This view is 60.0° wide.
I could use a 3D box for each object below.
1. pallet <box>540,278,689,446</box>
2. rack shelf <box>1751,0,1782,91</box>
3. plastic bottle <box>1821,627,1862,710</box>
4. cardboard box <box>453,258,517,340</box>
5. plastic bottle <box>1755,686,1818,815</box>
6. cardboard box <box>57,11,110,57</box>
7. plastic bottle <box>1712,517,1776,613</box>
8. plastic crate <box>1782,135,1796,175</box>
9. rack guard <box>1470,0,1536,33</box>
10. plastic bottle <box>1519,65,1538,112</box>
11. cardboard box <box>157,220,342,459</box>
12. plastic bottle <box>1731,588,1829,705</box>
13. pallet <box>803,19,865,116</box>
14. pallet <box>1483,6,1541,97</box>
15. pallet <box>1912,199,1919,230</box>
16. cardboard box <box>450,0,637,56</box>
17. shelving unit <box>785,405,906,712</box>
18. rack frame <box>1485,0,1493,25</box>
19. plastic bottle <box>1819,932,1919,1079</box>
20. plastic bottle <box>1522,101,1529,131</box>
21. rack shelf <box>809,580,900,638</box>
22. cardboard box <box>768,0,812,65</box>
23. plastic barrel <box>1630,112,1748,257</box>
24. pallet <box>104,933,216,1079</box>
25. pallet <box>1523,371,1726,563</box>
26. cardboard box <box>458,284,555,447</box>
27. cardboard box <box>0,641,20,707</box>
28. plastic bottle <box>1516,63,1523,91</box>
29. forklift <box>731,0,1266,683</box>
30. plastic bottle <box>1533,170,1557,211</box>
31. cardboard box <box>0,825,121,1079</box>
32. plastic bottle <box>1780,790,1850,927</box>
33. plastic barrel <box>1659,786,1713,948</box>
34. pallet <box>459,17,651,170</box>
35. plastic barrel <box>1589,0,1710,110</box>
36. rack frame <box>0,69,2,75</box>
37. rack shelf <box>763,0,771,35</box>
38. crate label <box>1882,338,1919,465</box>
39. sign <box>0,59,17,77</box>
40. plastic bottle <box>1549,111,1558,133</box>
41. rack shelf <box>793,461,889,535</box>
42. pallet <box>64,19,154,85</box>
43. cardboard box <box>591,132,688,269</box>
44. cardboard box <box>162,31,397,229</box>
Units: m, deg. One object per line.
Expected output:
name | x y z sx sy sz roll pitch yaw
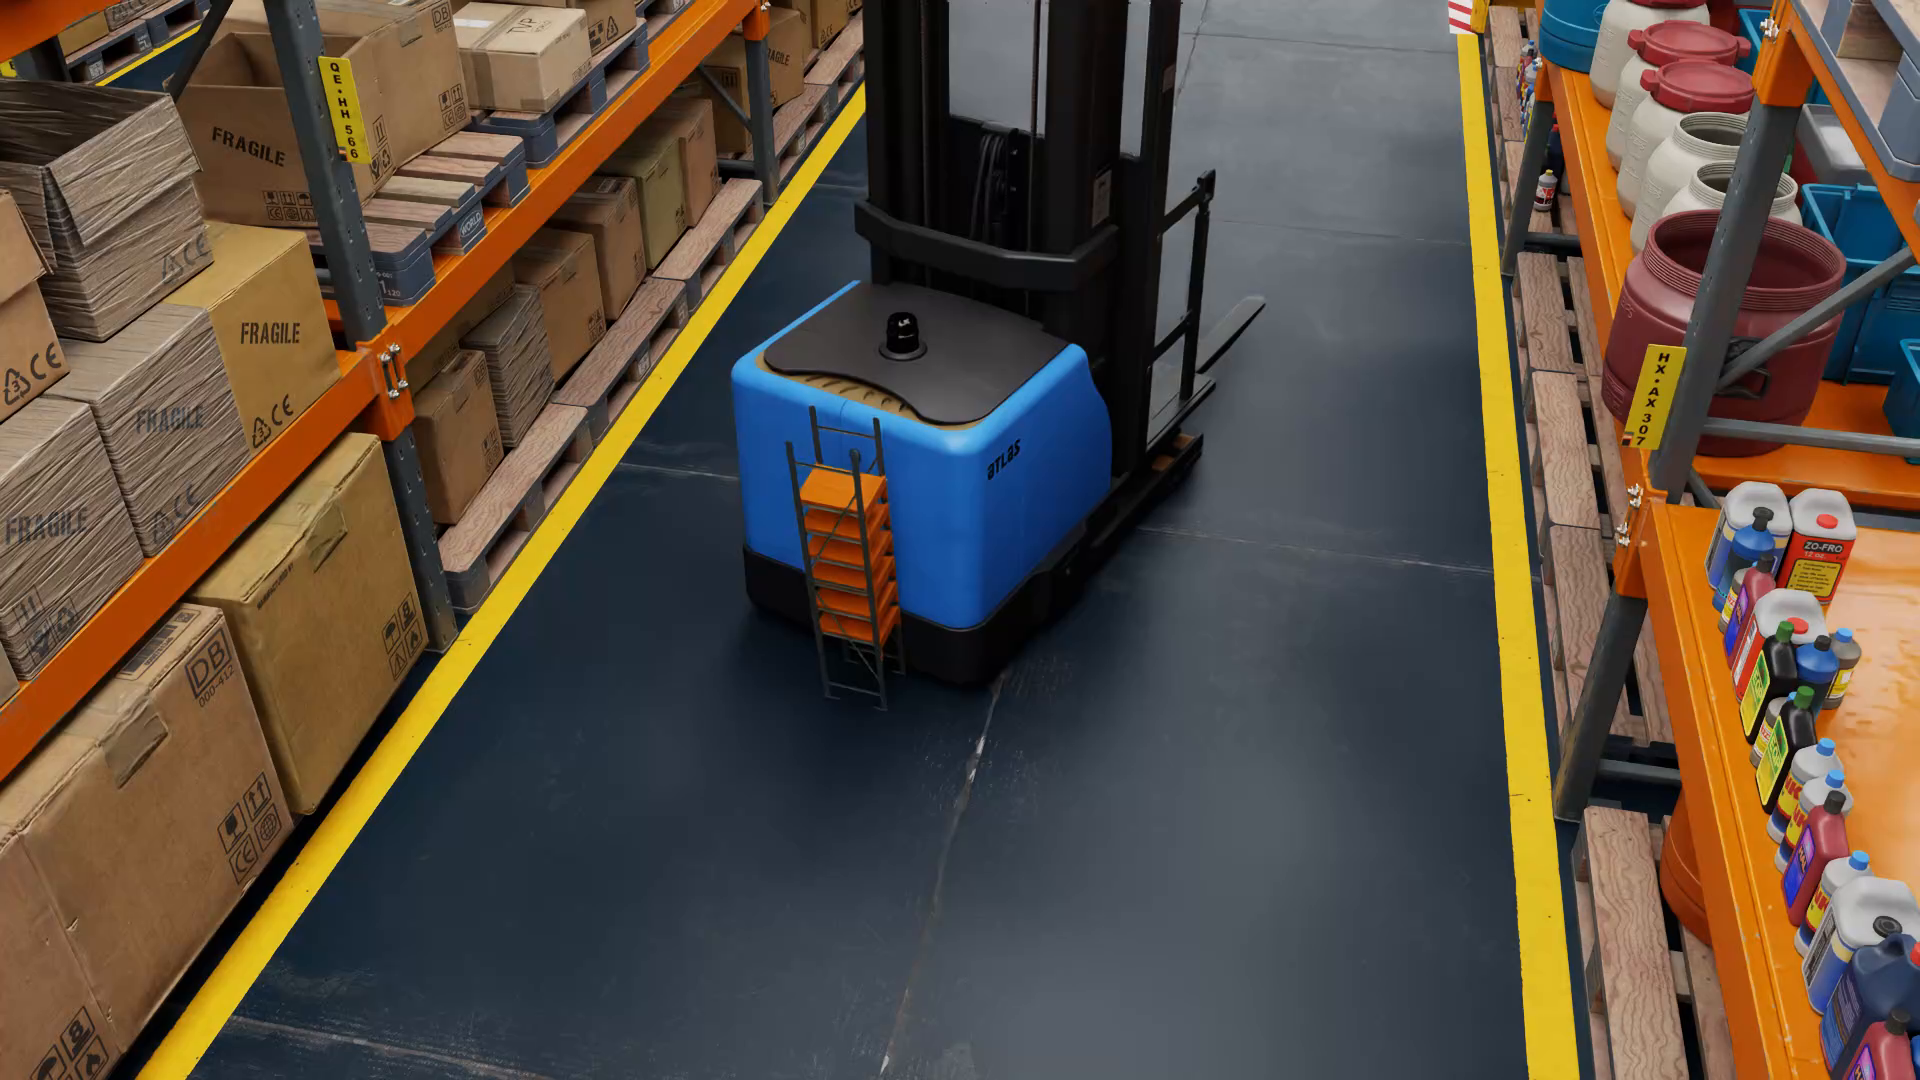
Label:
pallet | -1.952 -0.898 7.810 1.003 0.211 1.213 7 37 10
rack shelf | 2.882 -2.331 5.468 1.077 0.370 4.000 7 37 10
plastic bottle | 2.074 0.297 3.954 0.097 0.201 0.097 0 36 0
cardboard box | -2.166 -1.045 6.752 0.500 0.250 0.500 11 37 15
plastic bottle | 1.826 0.462 3.656 0.061 0.283 0.133 7 37 10
cardboard box | -6.150 -3.517 10.499 0.875 0.875 0.875 8 37 11
plastic bottle | 1.995 0.061 4.219 0.097 0.271 0.097 0 36 0
plastic crate | 3.213 -1.435 6.355 0.450 0.188 0.662 7 37 10
rack guard | 4.194 -3.786 11.548 1.175 0.500 0.348 7 37 10
plastic bottle | 3.378 -2.667 9.824 0.097 0.271 0.097 0 36 0
cardboard box | -2.247 -0.609 4.949 0.500 0.500 0.500 8 37 11
plastic bottle | 1.948 0.261 3.939 0.152 0.276 0.135 7 37 10
pallet | -1.162 -3.138 10.899 1.003 0.211 1.213 7 37 10
pallet | 4.015 -3.204 10.991 1.003 0.211 1.213 7 37 10
pallet | 1.912 -0.219 2.101 1.003 0.211 1.213 7 37 10
cardboard box | -1.809 -2.382 7.035 0.797 0.503 0.637 11 37 15
shelving unit | -0.368 0.092 5.587 0.258 1.200 0.189 12 46 16
rack frame | 4.164 -4.848 10.883 1.000 3.000 0.127 7 37 10
plastic bottle | 1.713 0.852 3.060 0.144 0.351 0.185 7 37 10
plastic bottle | 3.313 -2.464 9.604 0.097 0.201 0.097 0 36 0
rack shelf | -0.360 0.211 5.701 0.258 0.103 0.180 12 46 16
cardboard box | -1.234 -3.253 10.454 0.500 0.500 0.500 4 36 6
plastic barrel | 2.556 -1.165 5.706 0.421 0.512 0.421 0 36 0
pallet | -2.888 1.386 4.657 1.003 0.211 1.213 7 37 10
pallet | 2.921 -0.269 6.941 1.003 0.211 1.213 7 37 10
cardboard box | -2.154 -0.755 6.990 0.700 0.500 0.500 4 36 6
cardboard box | -2.576 0.266 3.742 0.500 0.500 0.500 8 37 11
plastic bottle | 3.450 -2.833 10.113 0.097 0.201 0.097 0 36 0
forklift | 0.387 -1.512 6.338 1.130 2.935 3.031 20 40 25
plastic bottle | 3.083 -1.847 8.752 0.097 0.201 0.097 0 36 0
cardboard box | -2.931 1.219 3.964 1.225 0.875 0.875 6 36 8
plastic bottle | 1.756 0.650 3.397 0.061 0.283 0.133 7 37 10
plastic barrel | 2.367 0.730 4.679 0.600 0.830 0.708 7 37 10
pallet | -2.001 -1.945 7.041 1.003 0.211 1.213 7 37 10
plastic barrel | 2.891 -2.089 6.960 0.433 0.535 0.433 0 36 0
rack frame | -6.353 -3.855 9.513 1.000 3.000 0.127 7 37 10
rack shelf | -1.102 -4.031 10.369 1.077 0.370 4.000 7 37 10
crate label | 2.911 -0.388 4.872 0.303 0.233 0.416 7 37 10
sign | -2.916 -1.382 5.181 0.100 0.325 0.005 7 37 10
plastic bottle | 3.207 -2.176 9.078 0.144 0.351 0.185 6 36 8
rack shelf | -0.383 -0.137 5.370 0.258 0.103 0.180 12 46 16
pallet | -6.114 -3.152 10.920 1.003 0.211 1.213 7 37 10
cardboard box | -1.802 -1.721 8.324 0.700 0.500 0.500 7 37 10
cardboard box | -2.307 -1.408 5.693 0.500 0.500 0.500 3 36 4
